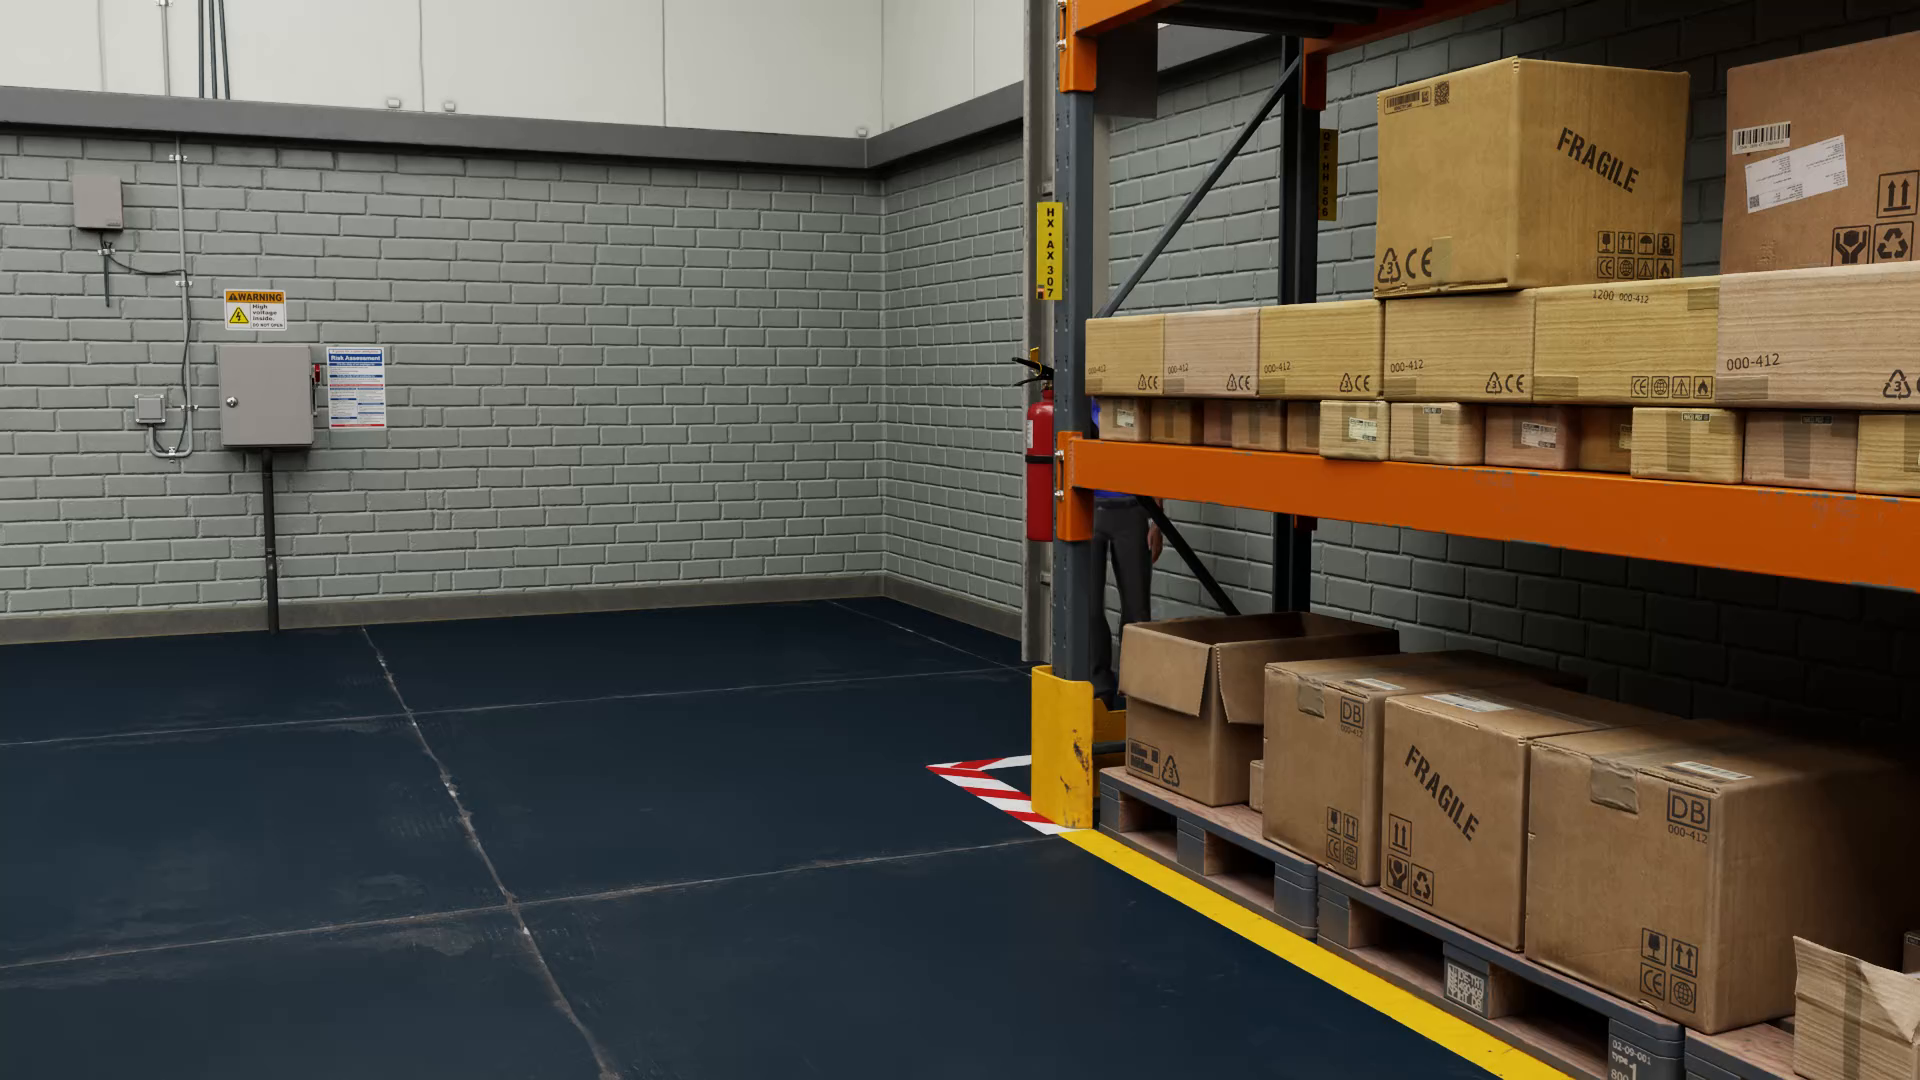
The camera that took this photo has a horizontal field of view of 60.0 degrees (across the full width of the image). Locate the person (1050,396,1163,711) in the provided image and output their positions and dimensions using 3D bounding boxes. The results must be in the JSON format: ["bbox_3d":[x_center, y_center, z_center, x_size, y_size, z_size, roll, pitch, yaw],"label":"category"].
[{"bbox_3d":[0.684,-0.043,7.470,0.543,1.657,0.494,1,6,8],"label":"person"}]
